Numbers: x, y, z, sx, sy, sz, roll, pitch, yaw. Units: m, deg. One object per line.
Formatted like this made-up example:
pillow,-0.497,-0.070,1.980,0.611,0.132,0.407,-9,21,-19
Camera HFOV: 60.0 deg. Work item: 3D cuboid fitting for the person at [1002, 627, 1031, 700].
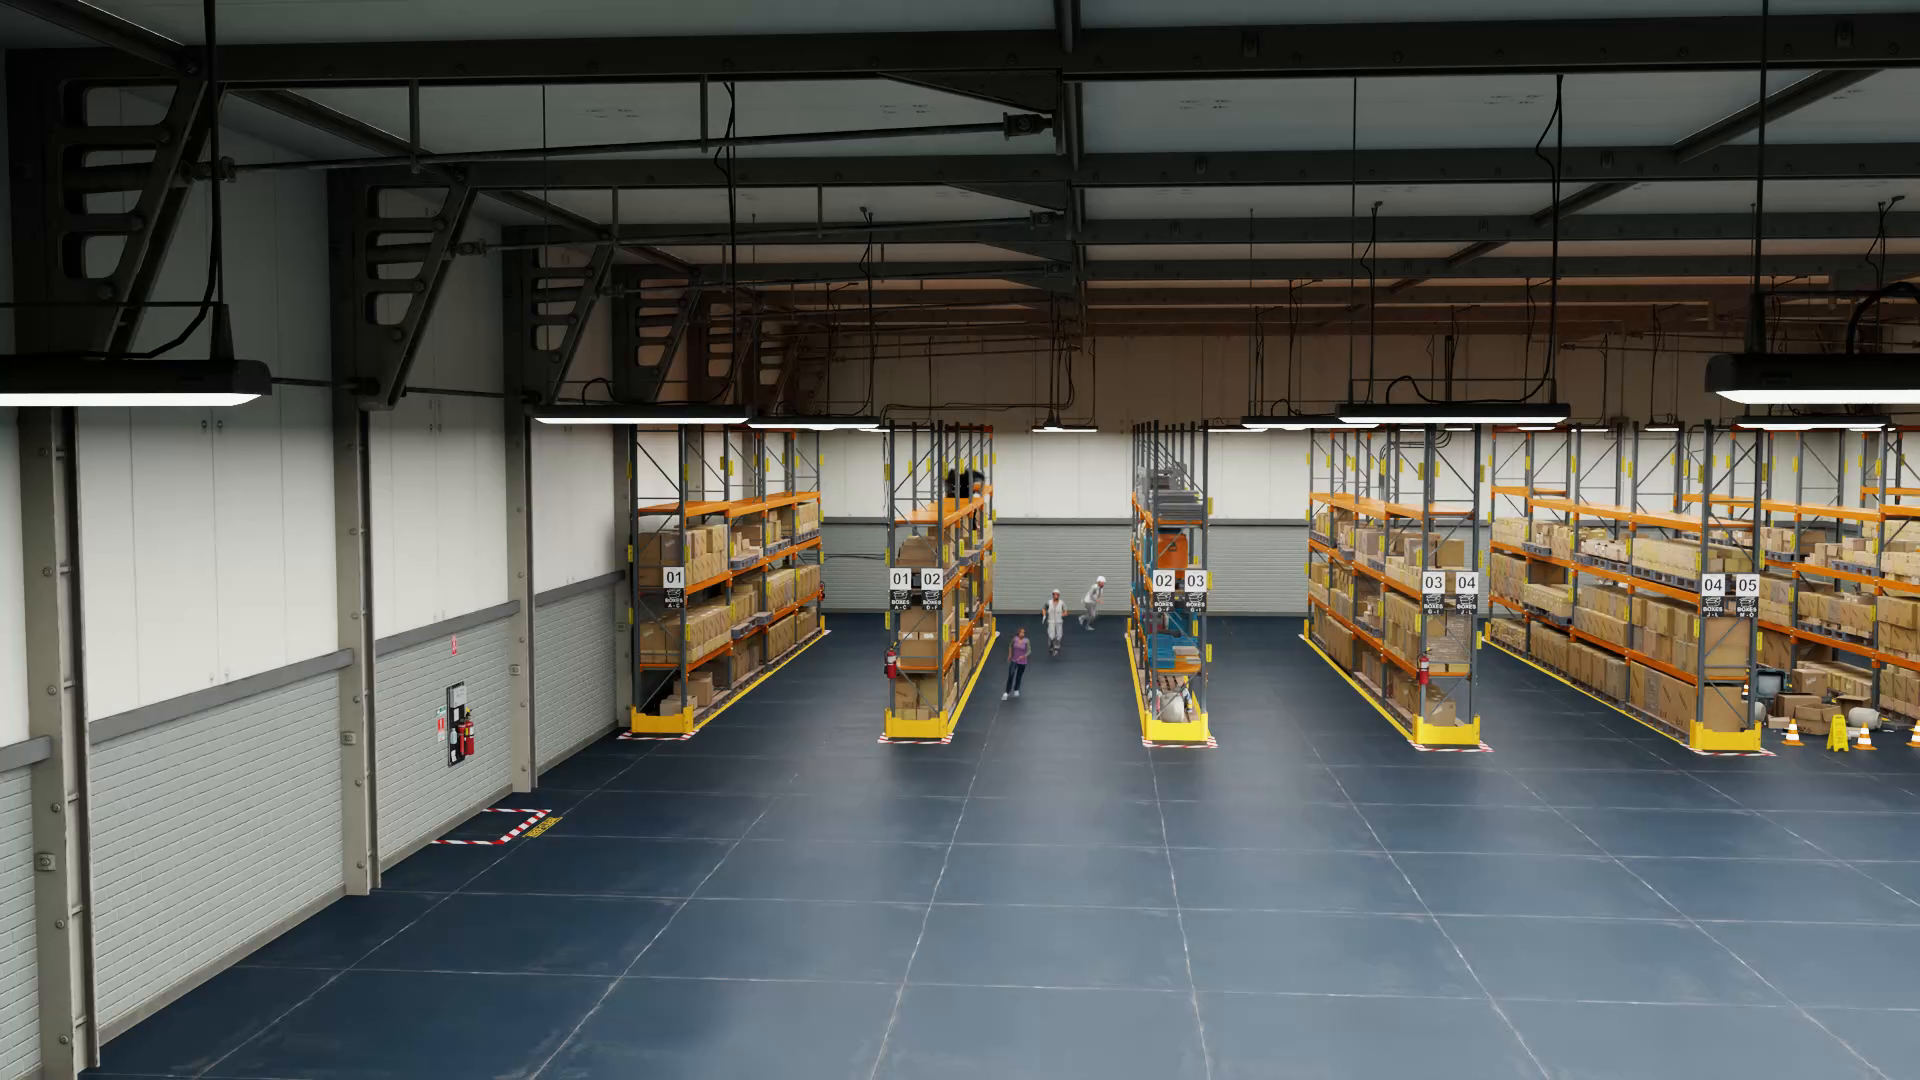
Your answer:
person,1.235,2.649,35.909,0.614,1.555,0.737,0,4,8

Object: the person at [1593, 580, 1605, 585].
person,18.247,1.584,47.532,0.619,0.941,0.661,0,4,-8

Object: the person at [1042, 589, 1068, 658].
person,2.429,2.138,42.470,0.650,1.745,0.659,0,4,-2

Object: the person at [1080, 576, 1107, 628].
person,3.912,1.819,48.644,0.855,1.544,0.677,2,4,31
